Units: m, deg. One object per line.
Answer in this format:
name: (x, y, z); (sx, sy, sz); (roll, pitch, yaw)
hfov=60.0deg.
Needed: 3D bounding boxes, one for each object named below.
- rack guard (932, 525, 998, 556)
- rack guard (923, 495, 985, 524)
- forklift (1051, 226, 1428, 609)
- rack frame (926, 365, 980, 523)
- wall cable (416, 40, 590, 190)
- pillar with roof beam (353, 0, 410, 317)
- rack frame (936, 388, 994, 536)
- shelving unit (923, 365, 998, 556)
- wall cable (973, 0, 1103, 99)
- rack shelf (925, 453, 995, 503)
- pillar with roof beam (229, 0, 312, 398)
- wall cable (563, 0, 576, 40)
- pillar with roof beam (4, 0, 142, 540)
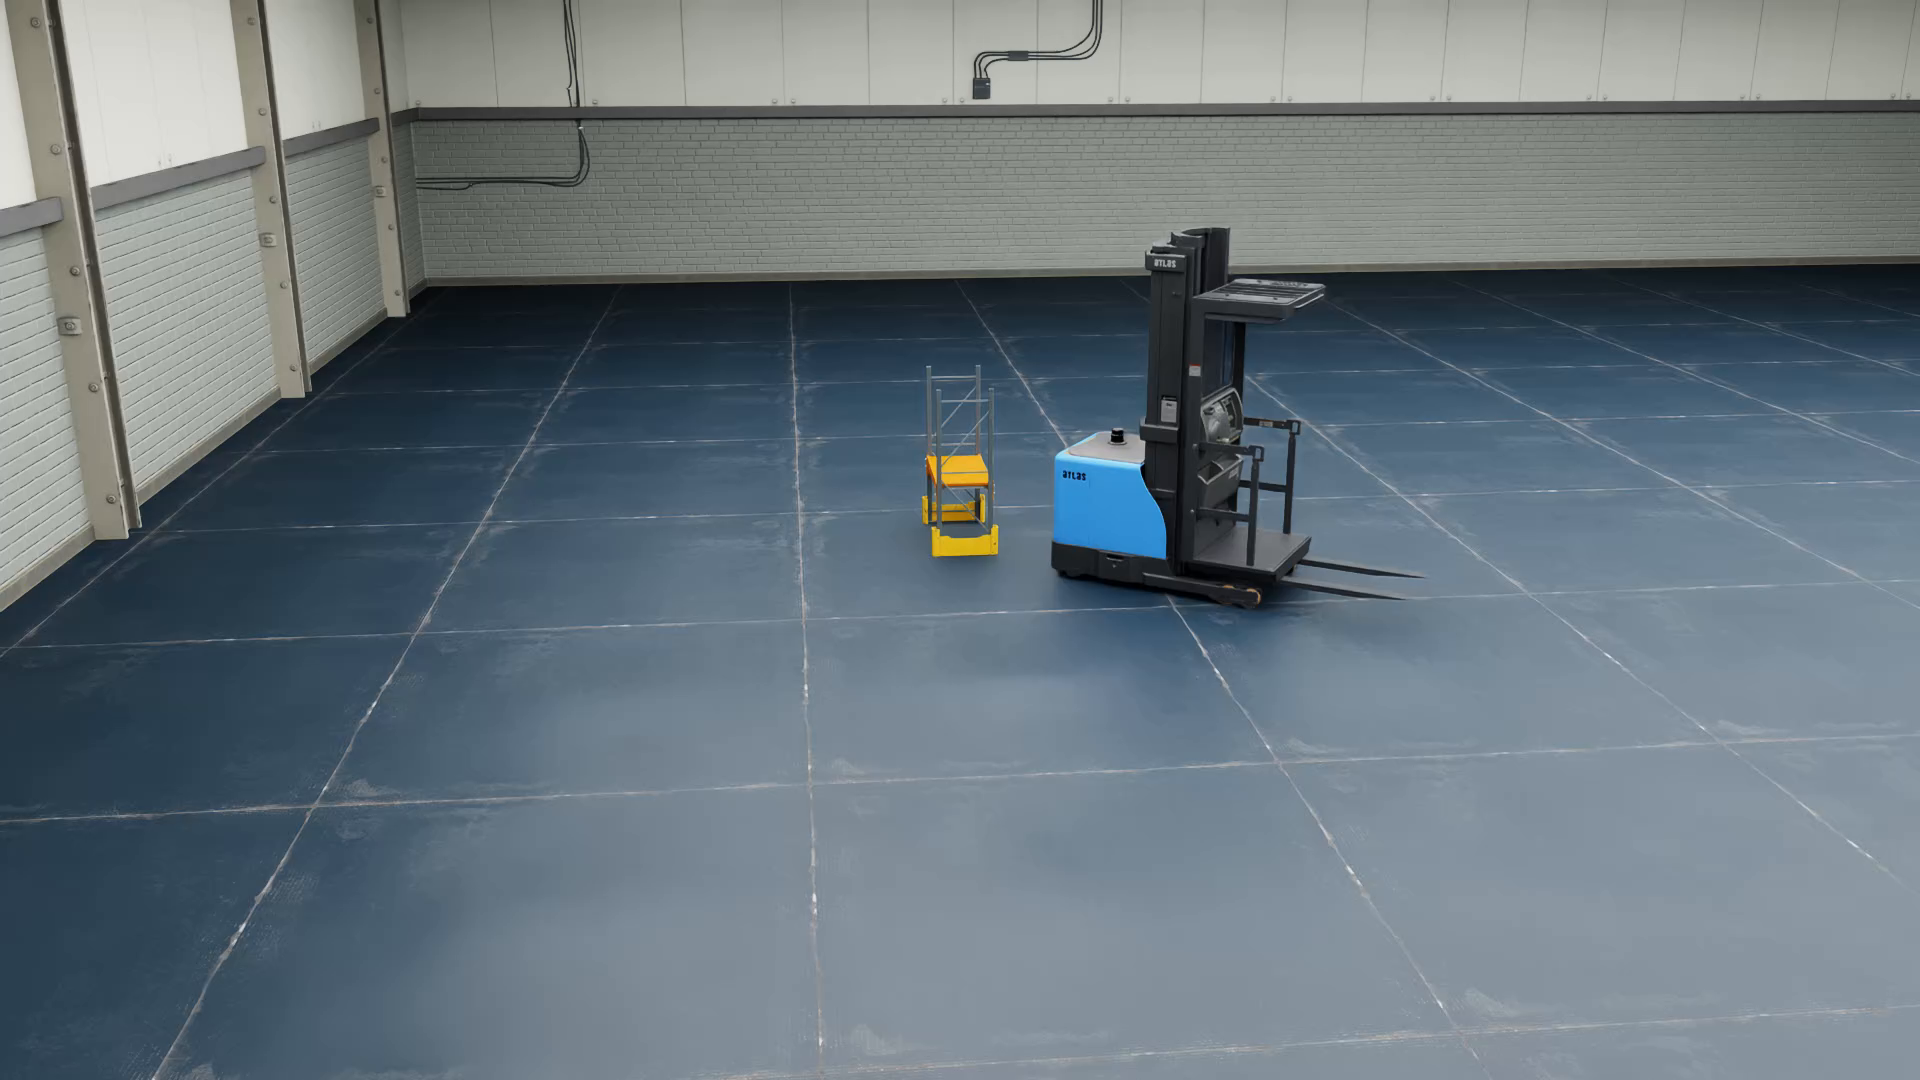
rack guard: (0.044, 0.006, 14.812); (0.587, 0.250, 0.087); (-2, 18, -6)
rack guard: (-0.059, -0.290, 15.758); (0.587, 0.250, 0.087); (-2, 18, -6)
forklift: (2.332, -1.018, 13.600); (3.031, 2.935, 1.130); (9, 20, 26)
rack frame: (-0.061, -0.892, 15.589); (0.500, 1.500, 0.032); (-2, 18, -6)
wall cable: (-8.062, -7.371, 28.890); (3.097, 2.526, 0.112); (-2, 18, -6)
pillar with roof beam: (-4.791, -8.067, 25.923); (9.100, 9.000, 0.400); (-2, 18, -6)
rack frame: (0.044, -0.590, 14.624); (0.500, 1.500, 0.032); (-2, 18, -6)
shelving unit: (-0.008, -0.738, 15.098); (0.587, 1.500, 1.083); (-2, 18, -6)
wall cable: (1.383, -10.764, 28.835); (2.305, 6.003, 0.169); (-2, 18, -6)
rack shelf: (-0.009, -0.569, 15.160); (0.538, 0.185, 1.000); (-2, 18, -6)
pillar with roof beam: (-4.172, -6.280, 20.229); (9.100, 9.000, 0.400); (-2, 18, -6)
wall cable: (-5.371, -9.865, 28.400); (3.097, 2.526, 0.112); (-2, 18, -6)
pillar with roof beam: (-3.553, -4.492, 14.535); (9.100, 9.000, 0.400); (-2, 18, -6)
